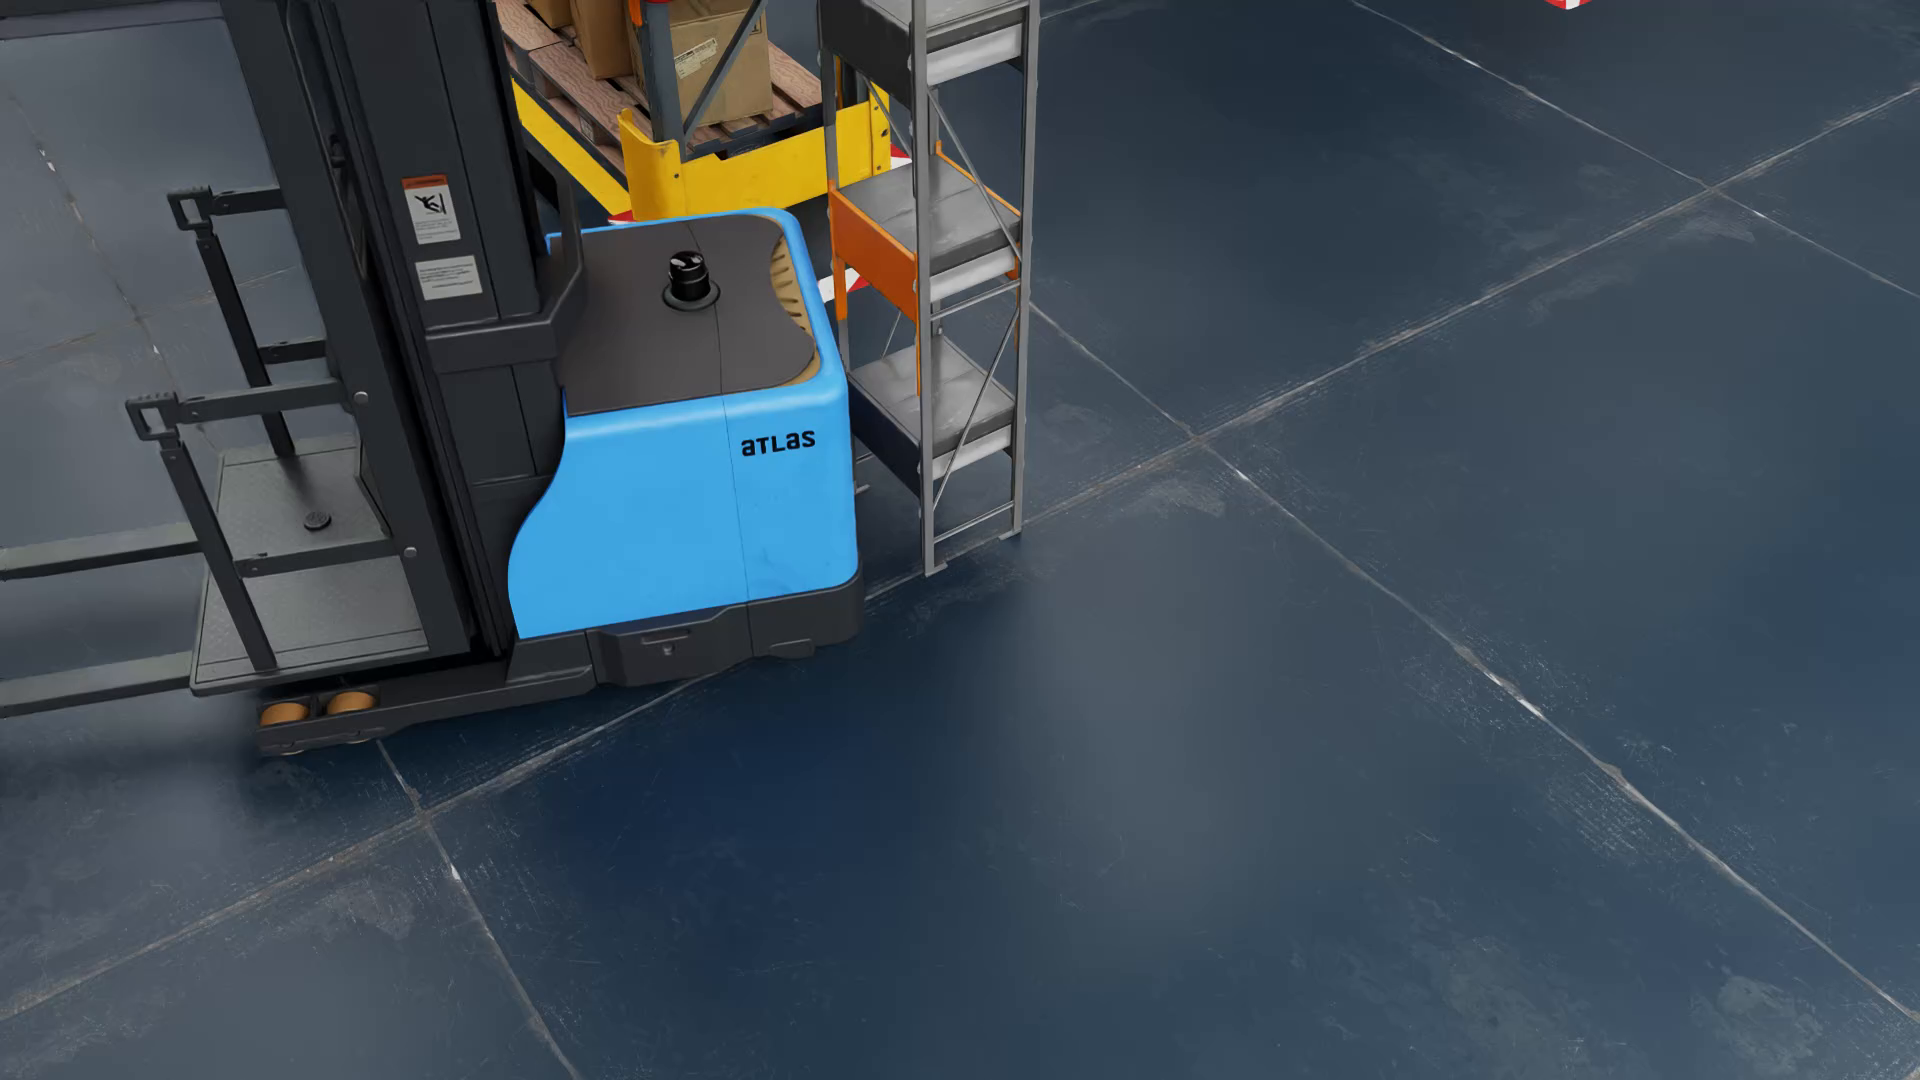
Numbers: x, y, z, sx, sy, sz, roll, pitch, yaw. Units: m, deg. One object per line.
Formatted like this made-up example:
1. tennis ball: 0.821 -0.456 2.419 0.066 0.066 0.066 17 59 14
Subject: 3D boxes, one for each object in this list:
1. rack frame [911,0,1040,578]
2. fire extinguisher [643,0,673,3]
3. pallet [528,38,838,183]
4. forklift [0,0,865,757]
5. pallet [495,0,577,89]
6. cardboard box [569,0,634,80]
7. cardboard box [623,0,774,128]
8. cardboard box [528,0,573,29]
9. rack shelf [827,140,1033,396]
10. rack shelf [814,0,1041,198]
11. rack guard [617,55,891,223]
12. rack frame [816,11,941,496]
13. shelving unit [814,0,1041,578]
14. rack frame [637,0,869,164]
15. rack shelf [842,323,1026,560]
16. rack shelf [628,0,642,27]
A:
1. rack frame: 0.045 -0.715 4.978 0.400 2.100 0.015 -26 49 -24
2. fire extinguisher: -1.132 -2.306 6.049 0.296 0.674 0.183 -26 49 -24
3. pallet: -1.299 -2.089 7.785 1.003 0.211 1.213 -26 49 -24
4. forklift: -1.880 -0.809 4.475 3.031 2.935 1.130 -9 44 -10
5. pallet: -1.993 -2.779 8.509 1.003 0.211 1.213 -26 49 -24
6. cardboard box: -1.533 -2.514 7.717 0.500 0.500 0.500 -14 45 -14
7. cardboard box: -1.163 -2.189 7.376 0.500 0.500 0.500 -17 46 -17
8. cardboard box: -1.876 -2.876 8.096 0.500 0.500 0.500 -21 48 -21
9. rack shelf: -0.095 -0.843 5.133 0.431 0.518 0.480 -26 49 -24
10. rack shelf: -0.095 -1.350 4.649 0.431 0.518 0.480 -26 49 -24
11. rack guard: -0.863 -1.719 7.189 1.175 0.500 0.348 -26 49 -24
12. rack frame: -0.234 -0.991 5.268 0.400 2.100 0.015 -26 49 -24
13. shelving unit: -0.095 -0.853 5.123 0.431 2.100 0.503 -26 49 -24
14. rack frame: -0.820 -2.581 6.281 1.000 3.000 0.127 -26 49 -24
15. rack shelf: -0.095 -0.337 5.616 0.431 0.518 0.480 -26 49 -24
16. rack shelf: -1.964 -3.453 7.716 1.077 0.370 4.000 -26 49 -24
